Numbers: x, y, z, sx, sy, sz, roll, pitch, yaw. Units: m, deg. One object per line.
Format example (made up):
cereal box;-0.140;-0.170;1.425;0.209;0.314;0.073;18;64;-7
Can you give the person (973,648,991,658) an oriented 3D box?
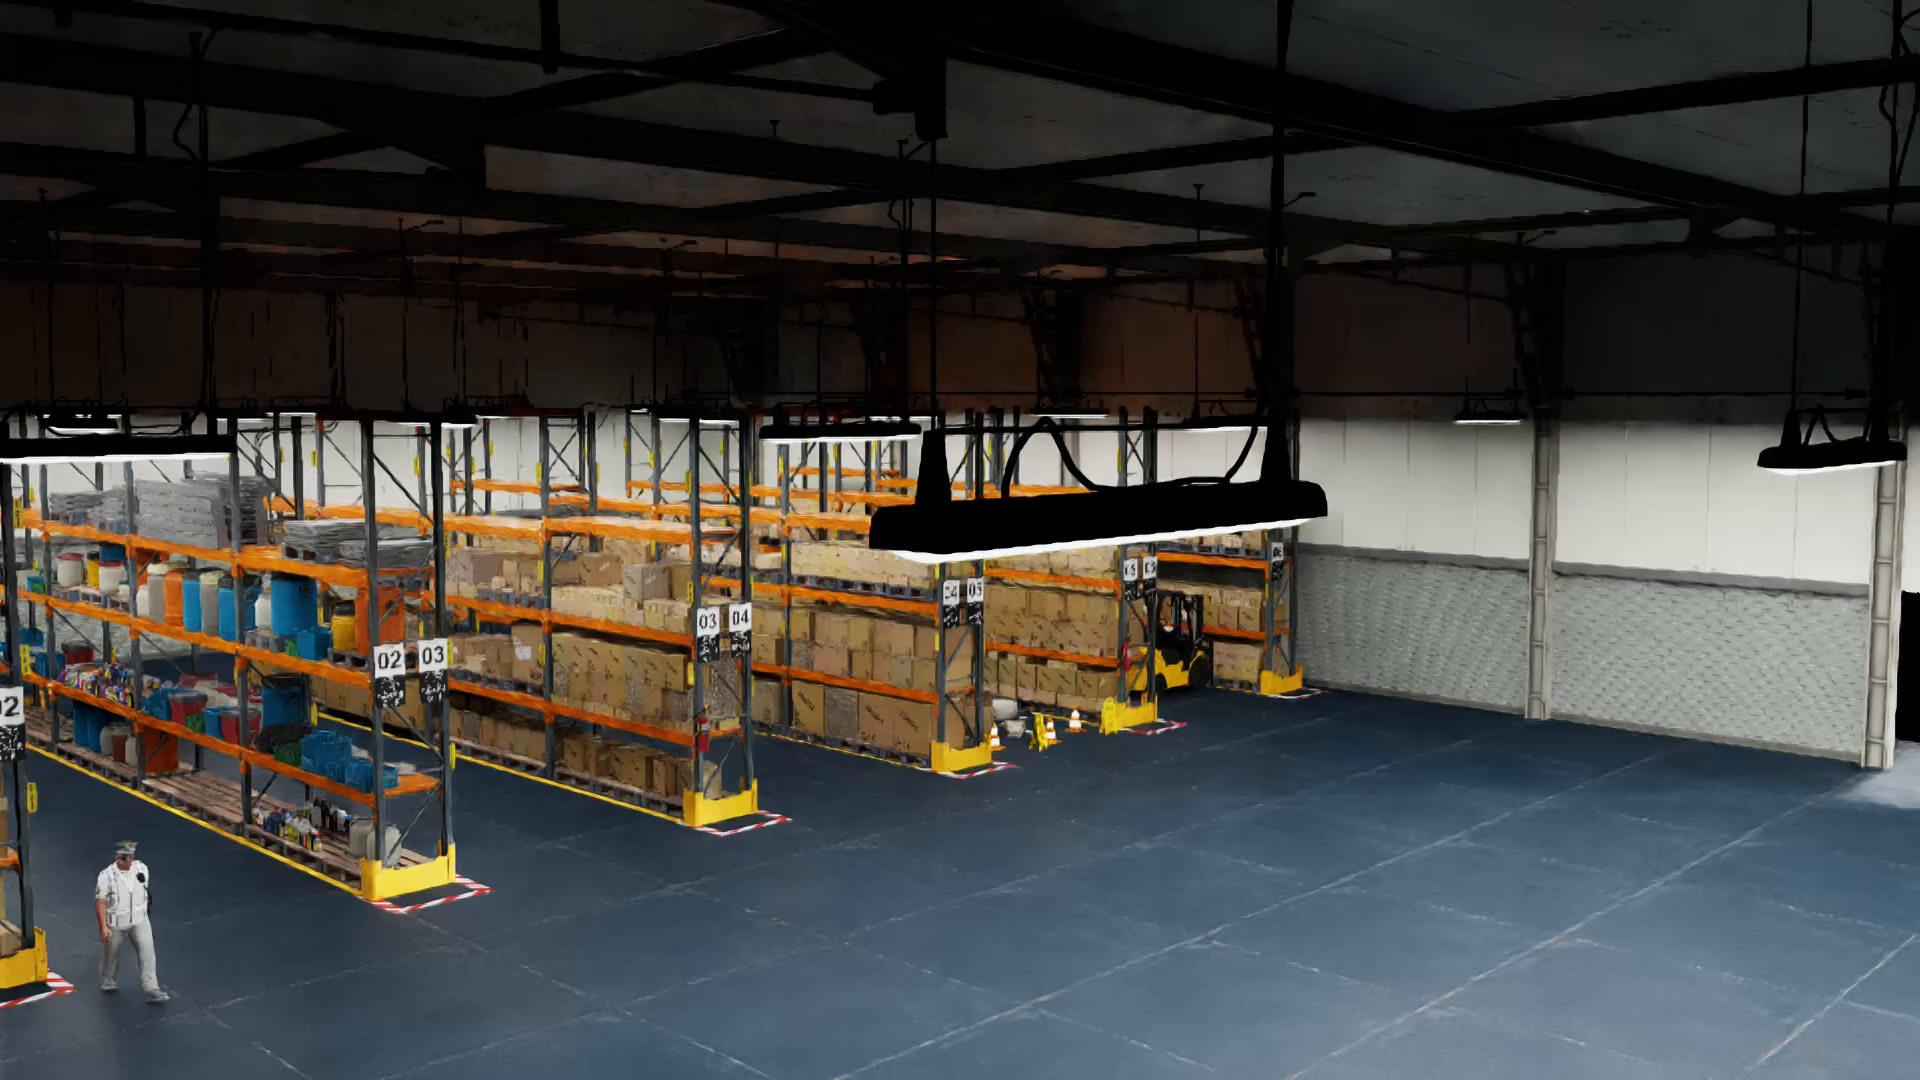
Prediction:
person;0.426;1.945;39.449;0.591;1.763;0.685;-2;5;-23

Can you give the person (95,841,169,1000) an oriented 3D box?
person;-8.706;3.942;17.336;0.542;1.675;1.126;-5;7;-43
